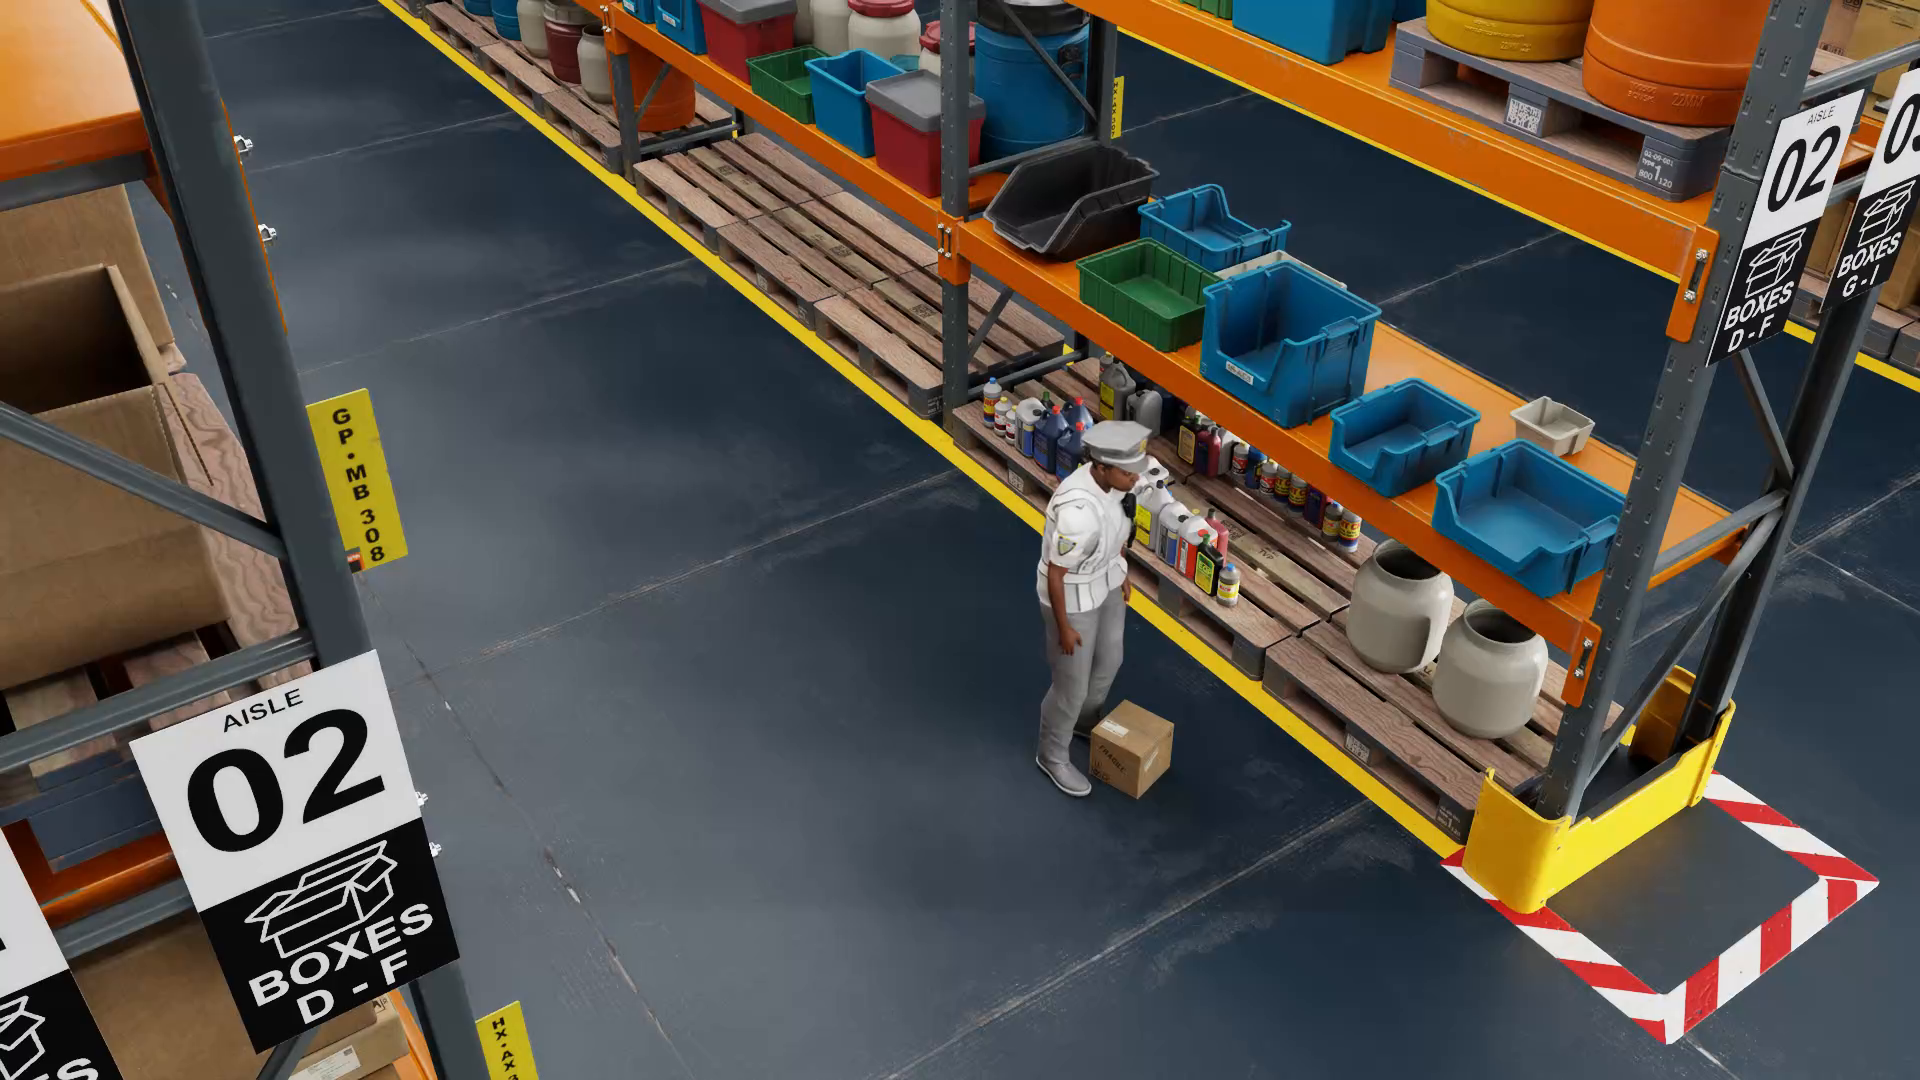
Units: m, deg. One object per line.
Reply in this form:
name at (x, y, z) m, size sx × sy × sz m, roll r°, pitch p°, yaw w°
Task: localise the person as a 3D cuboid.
person at (0.518, 0.244, 6.672) m, size 0.395 × 1.659 × 0.510 m, roll 24°, pitch 43°, yaw 28°
